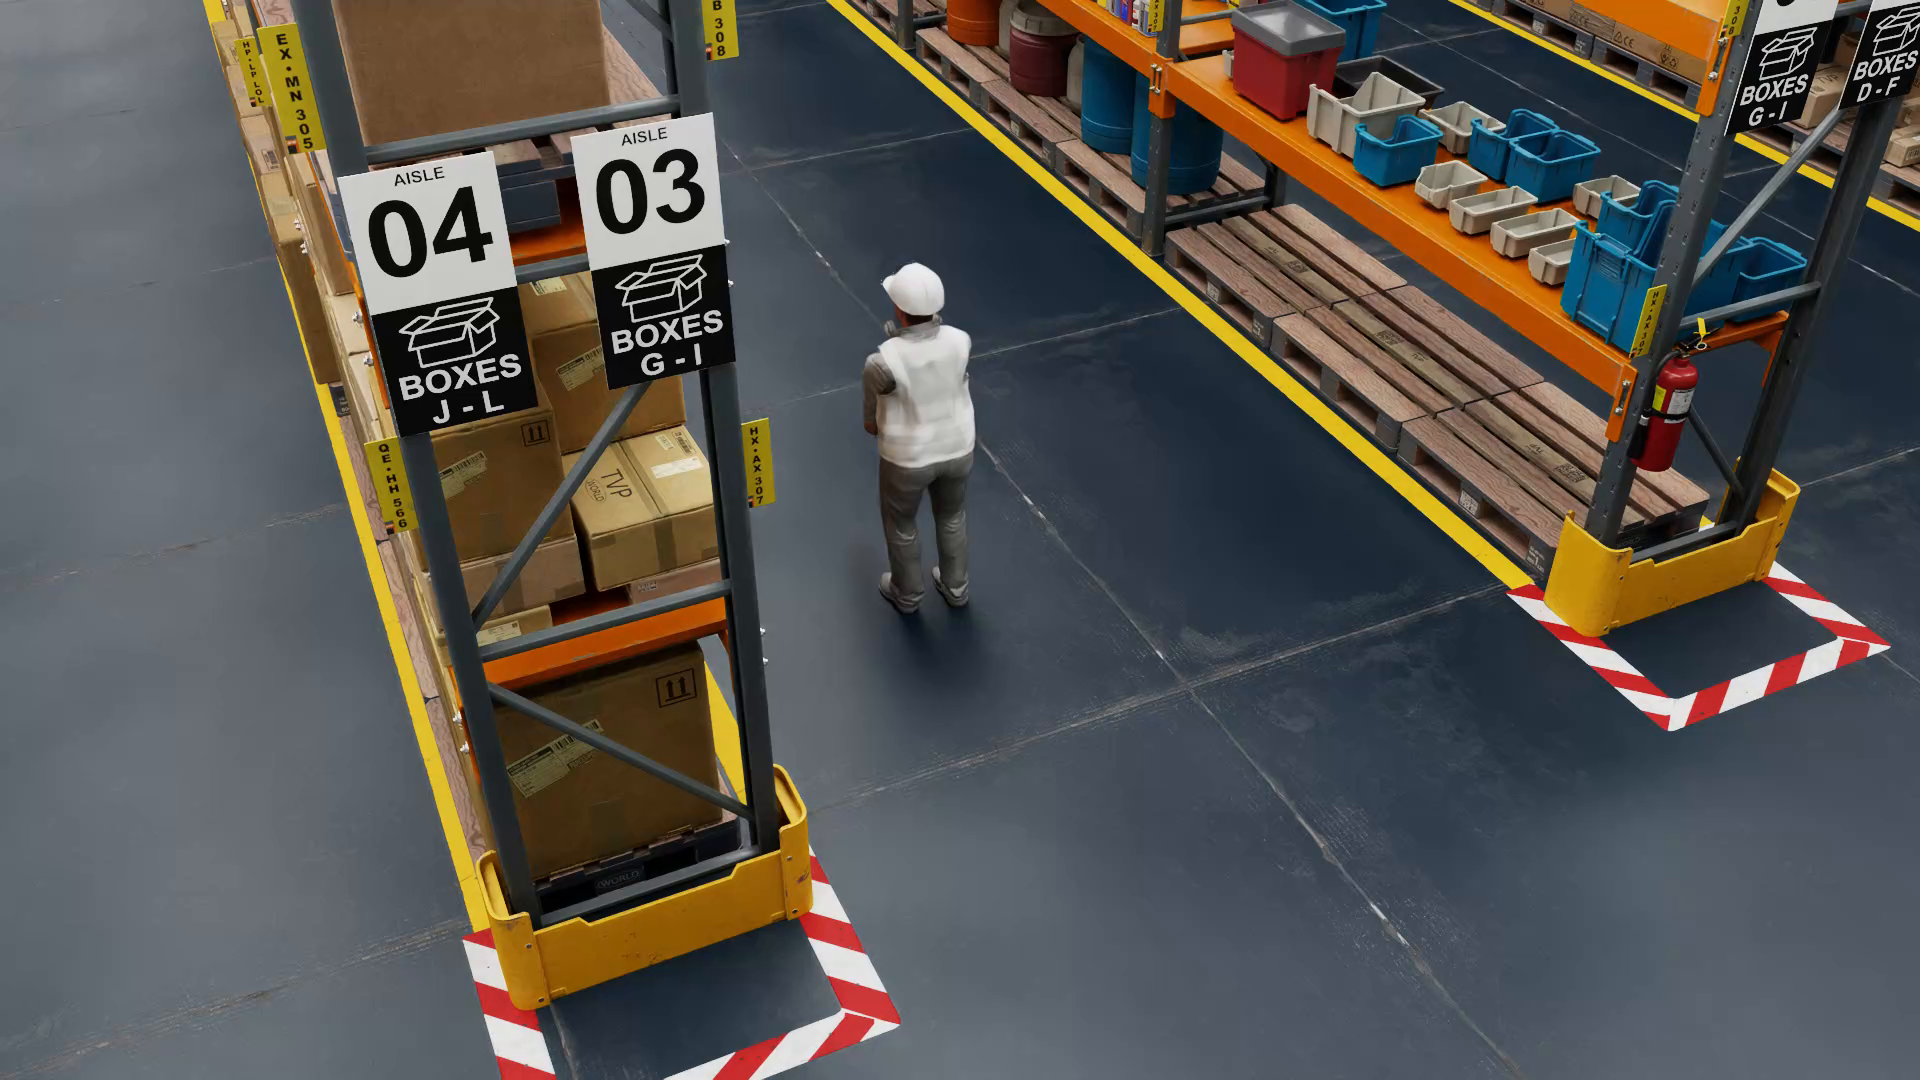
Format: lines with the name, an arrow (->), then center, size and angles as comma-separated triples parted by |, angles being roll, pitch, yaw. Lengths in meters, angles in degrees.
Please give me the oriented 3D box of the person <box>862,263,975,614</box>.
person -> -0.207, -0.455, 7.442 | 0.494, 1.772, 0.557 | -16, 40, -21
